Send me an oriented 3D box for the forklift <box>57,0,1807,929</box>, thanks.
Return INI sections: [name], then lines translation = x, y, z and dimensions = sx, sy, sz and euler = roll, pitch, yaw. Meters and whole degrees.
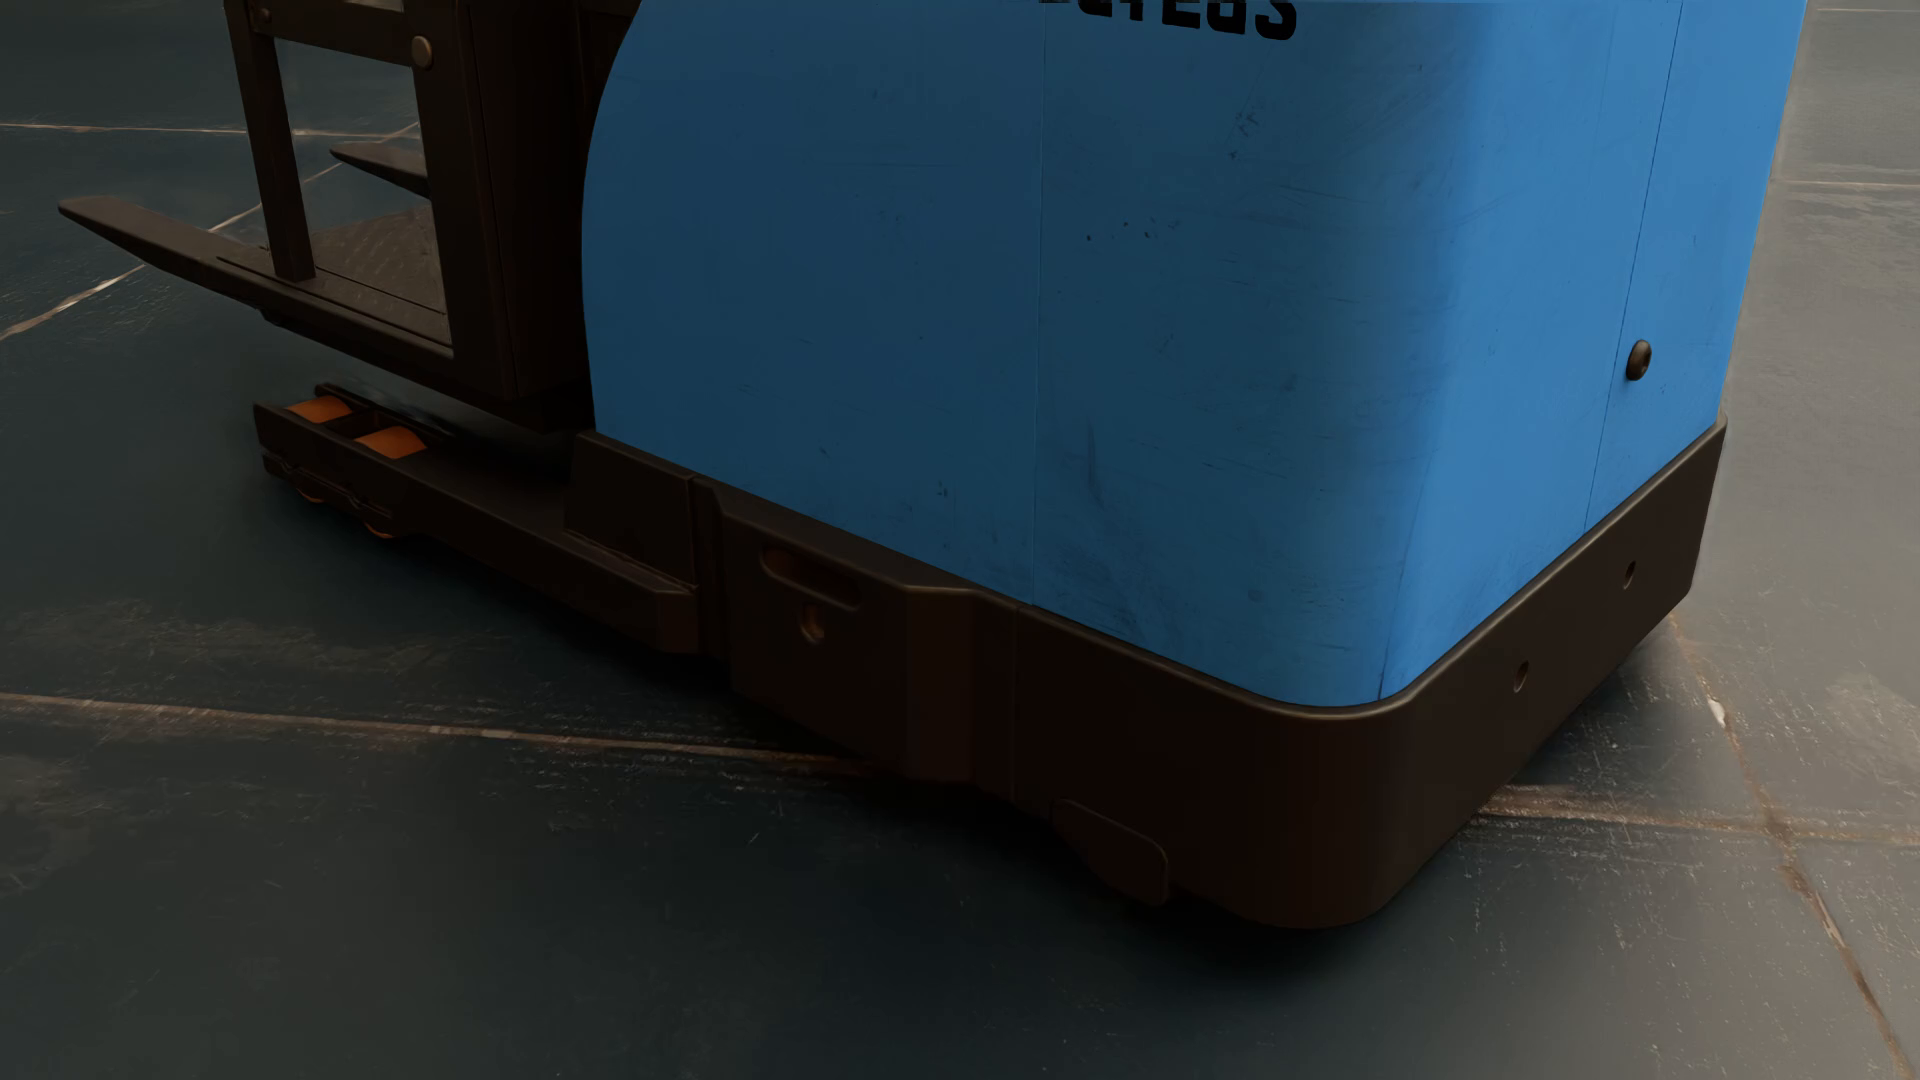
[forklift]
translation = -0.466, -1.472, 2.166
dimensions = 3.031, 2.935, 1.130
euler = 21, 33, 36
